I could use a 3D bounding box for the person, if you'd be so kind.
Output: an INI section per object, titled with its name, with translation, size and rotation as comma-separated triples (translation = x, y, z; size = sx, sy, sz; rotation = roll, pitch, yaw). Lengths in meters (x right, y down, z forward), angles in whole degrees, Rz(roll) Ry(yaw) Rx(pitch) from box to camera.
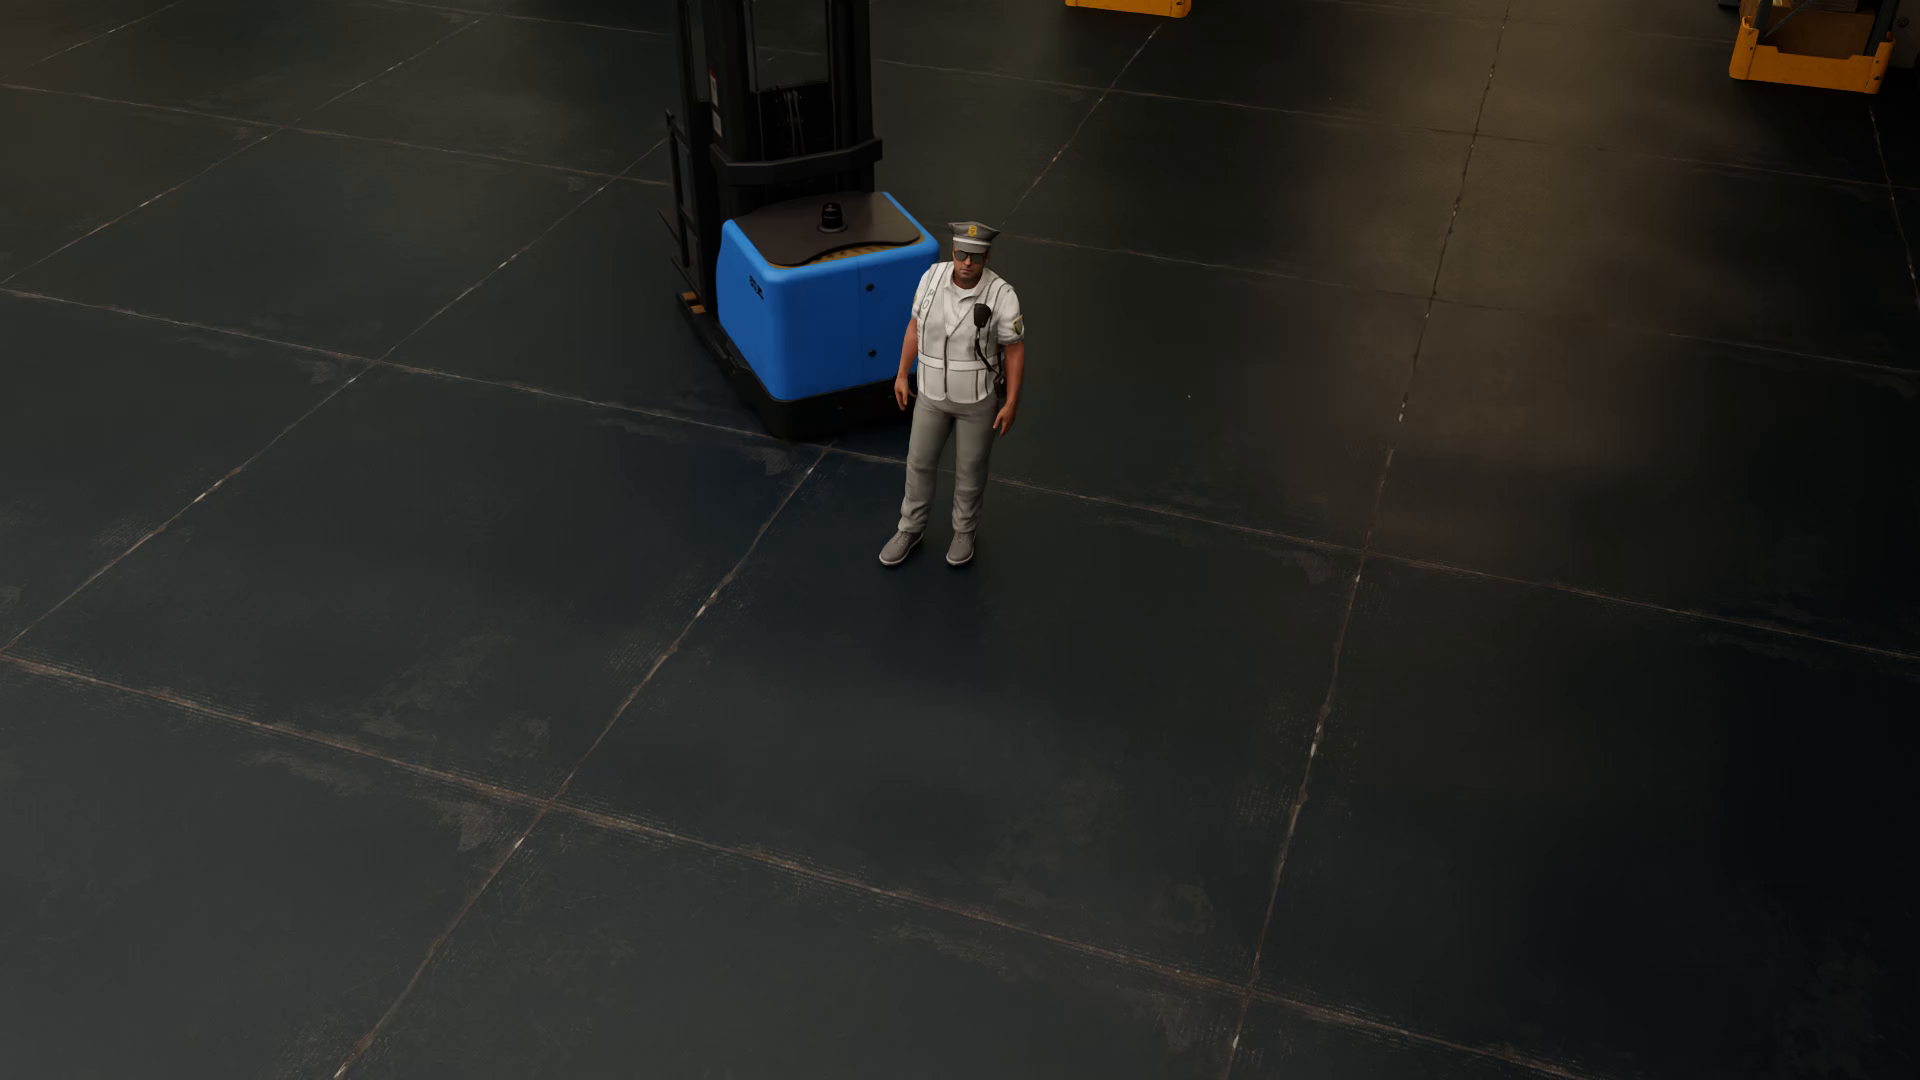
[person]
translation = -0.037, -0.693, 8.069
size = 0.640, 1.781, 0.575
rotation = 12, 37, 16

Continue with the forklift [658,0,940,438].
[forklift]
translation = -1.162, -2.608, 9.789
size = 1.130, 2.935, 3.031
rotation = -15, 38, -20
